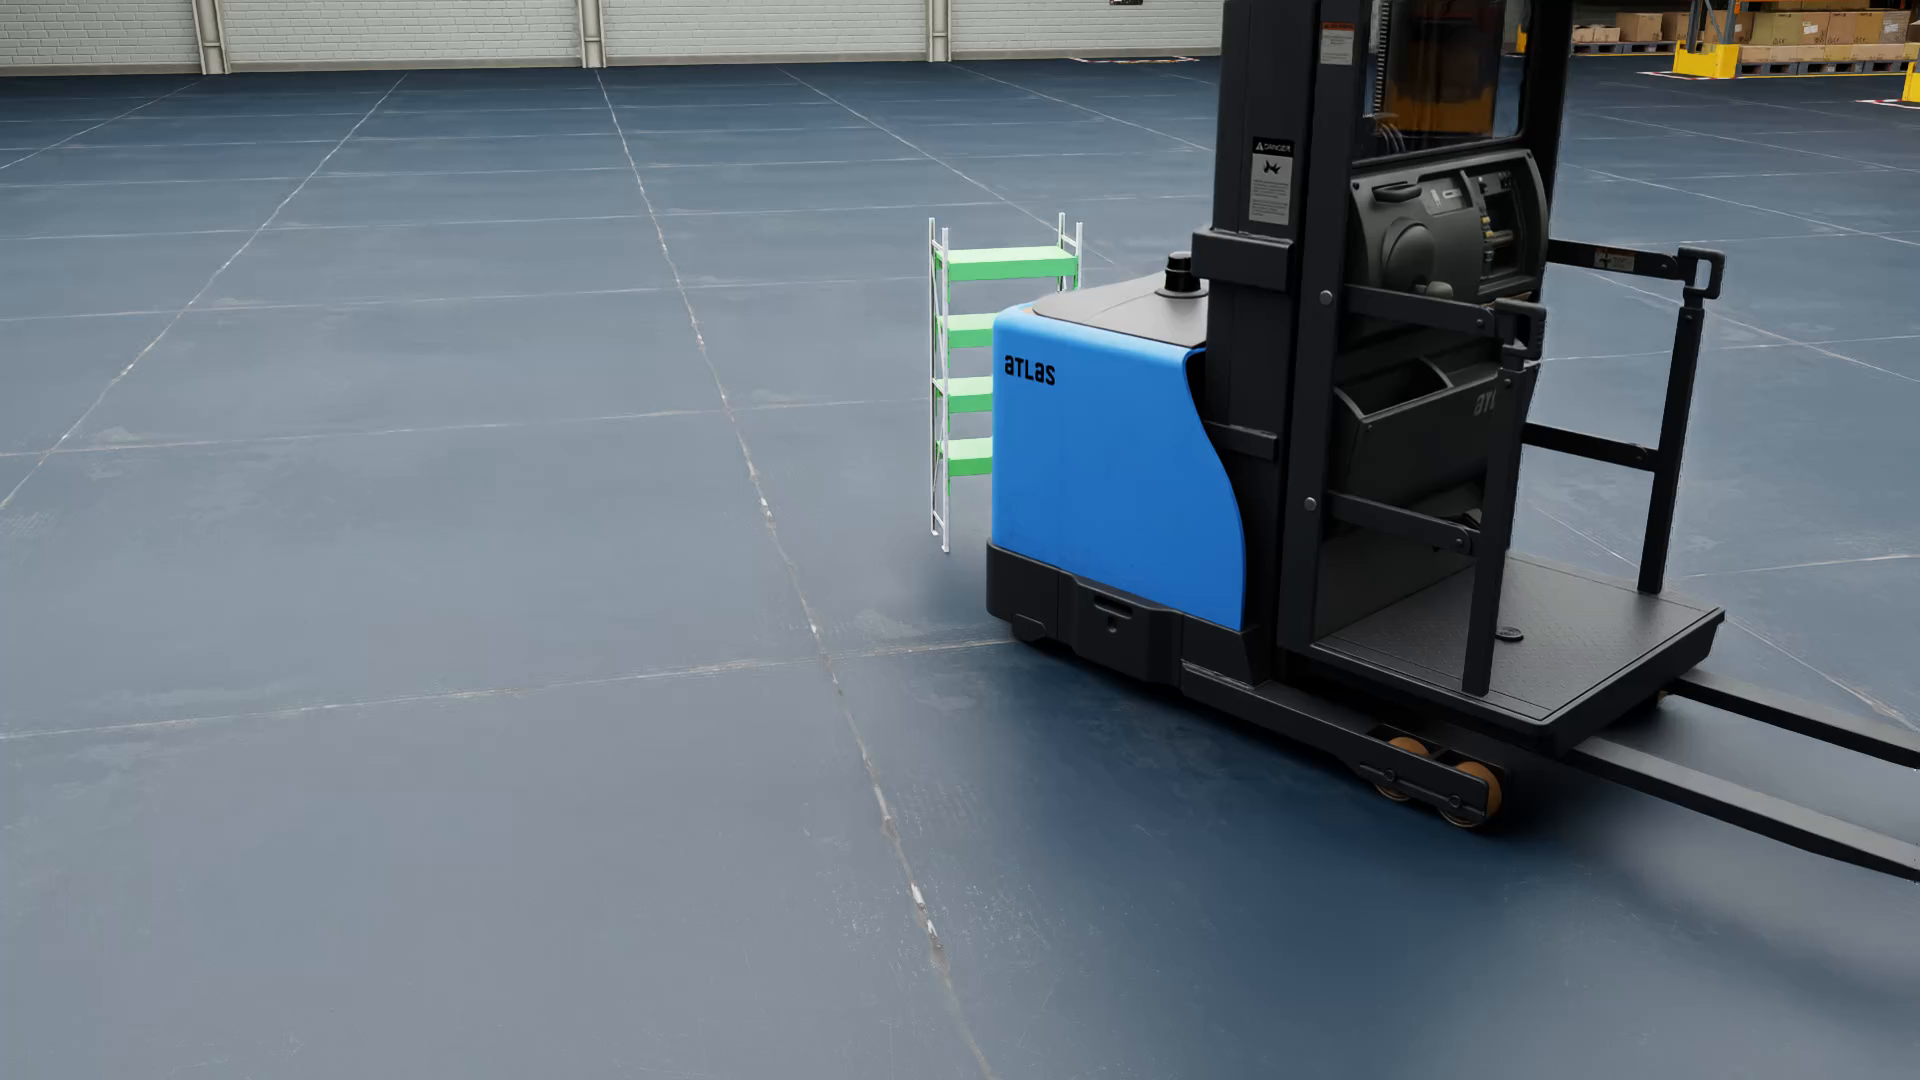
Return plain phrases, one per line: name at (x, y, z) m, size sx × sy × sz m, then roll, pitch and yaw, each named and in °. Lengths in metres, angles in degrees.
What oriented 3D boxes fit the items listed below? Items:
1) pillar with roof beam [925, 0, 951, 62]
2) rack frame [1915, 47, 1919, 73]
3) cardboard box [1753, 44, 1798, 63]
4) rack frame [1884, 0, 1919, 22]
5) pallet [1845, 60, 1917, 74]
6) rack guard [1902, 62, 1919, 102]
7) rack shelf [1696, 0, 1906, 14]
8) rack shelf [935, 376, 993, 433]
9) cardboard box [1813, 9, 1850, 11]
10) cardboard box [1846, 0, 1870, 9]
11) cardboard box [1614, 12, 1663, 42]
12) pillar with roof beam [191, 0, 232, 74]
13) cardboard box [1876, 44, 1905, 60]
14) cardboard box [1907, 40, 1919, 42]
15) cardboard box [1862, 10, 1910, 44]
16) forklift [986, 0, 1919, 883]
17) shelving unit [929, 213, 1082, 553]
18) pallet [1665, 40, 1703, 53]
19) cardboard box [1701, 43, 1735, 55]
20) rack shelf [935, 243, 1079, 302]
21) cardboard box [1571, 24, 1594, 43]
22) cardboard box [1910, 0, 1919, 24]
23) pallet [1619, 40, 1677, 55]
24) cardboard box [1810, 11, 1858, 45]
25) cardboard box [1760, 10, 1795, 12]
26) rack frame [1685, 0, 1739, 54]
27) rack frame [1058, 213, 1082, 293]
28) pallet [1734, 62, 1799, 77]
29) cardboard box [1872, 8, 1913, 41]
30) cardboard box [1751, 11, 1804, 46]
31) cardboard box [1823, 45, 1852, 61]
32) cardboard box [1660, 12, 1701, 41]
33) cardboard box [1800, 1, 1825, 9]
pillar with roof beam at (0.608, -11.311, 24.111) m, size 0.400 × 9.000 × 9.100 m, roll -5°, pitch 21°, yaw -12°
rack frame at (13.093, -7.224, 21.675) m, size 0.127 × 3.000 × 1.000 m, roll -5°, pitch 21°, yaw -12°
cardboard box at (13.016, -7.797, 26.627) m, size 0.500 × 0.250 × 0.500 m, roll -5°, pitch 21°, yaw -12°
rack frame at (18.599, -11.174, 32.456) m, size 0.127 × 3.000 × 1.000 m, roll -5°, pitch 21°, yaw -12°
pallet at (15.066, -7.841, 27.412) m, size 1.213 × 0.211 × 1.003 m, roll -5°, pitch 21°, yaw -12°
rack guard at (13.156, -6.072, 22.164) m, size 0.348 × 0.500 × 1.175 m, roll -5°, pitch 21°, yaw -12°
rack shelf at (13.903, -8.703, 26.758) m, size 4.000 × 0.370 × 1.077 m, roll -5°, pitch 21°, yaw -12°
rack shelf at (0.161, -0.516, 6.166) m, size 0.480 × 0.148 × 0.258 m, roll -5°, pitch 21°, yaw -12°
cardboard box at (14.353, -8.446, 27.308) m, size 0.500 × 0.500 × 0.500 m, roll -5°, pitch 21°, yaw -12°
cardboard box at (17.341, -10.460, 32.413) m, size 0.500 × 0.250 × 0.500 m, roll -4°, pitch 21°, yaw -11°
cardboard box at (12.788, -9.684, 31.385) m, size 0.500 × 0.500 × 0.700 m, roll -6°, pitch 21°, yaw -16°
pillar with roof beam at (-11.070, -10.362, 21.518) m, size 0.400 × 9.000 × 9.100 m, roll -5°, pitch 21°, yaw -12°
cardboard box at (14.960, -7.959, 27.068) m, size 0.500 × 0.250 × 0.500 m, roll -5°, pitch 21°, yaw -12°
cardboard box at (16.186, -8.235, 27.822) m, size 0.500 × 0.250 × 0.500 m, roll -5°, pitch 21°, yaw -13°
cardboard box at (14.959, -8.312, 26.941) m, size 0.500 × 0.500 × 0.500 m, roll -5°, pitch 21°, yaw -12°
forklift at (1.474, -0.835, 4.333) m, size 1.130 × 2.935 × 3.031 m, roll -18°, pitch 27°, yaw -41°
shelving unit at (0.161, -0.576, 6.144) m, size 0.503 × 1.200 × 0.258 m, roll -5°, pitch 21°, yaw -12°
pallet at (14.061, -9.483, 31.894) m, size 1.213 × 0.211 × 1.003 m, roll -5°, pitch 21°, yaw -12°
cardboard box at (12.411, -7.930, 26.989) m, size 0.500 × 0.250 × 0.500 m, roll -5°, pitch 21°, yaw -12°
rack shelf at (0.161, -0.967, 6.001) m, size 0.480 × 0.148 × 0.258 m, roll -5°, pitch 21°, yaw -12°
cardboard box at (11.507, -9.509, 31.182) m, size 0.500 × 0.311 × 0.500 m, roll -7°, pitch 21°, yaw -19°
cardboard box at (19.344, -10.376, 32.793) m, size 0.750 × 0.750 × 0.750 m, roll -5°, pitch 21°, yaw -13°
pallet at (12.871, -9.385, 31.627) m, size 1.213 × 0.211 × 1.003 m, roll -5°, pitch 21°, yaw -12°
cardboard box at (13.990, -8.227, 26.708) m, size 0.500 × 0.500 × 0.500 m, roll -5°, pitch 21°, yaw -12°
cardboard box at (13.380, -8.367, 27.091) m, size 0.500 × 0.500 × 0.500 m, roll -5°, pitch 21°, yaw -12°
rack frame at (11.957, -8.883, 26.202) m, size 0.127 × 3.000 × 1.000 m, roll -5°, pitch 21°, yaw -12°
rack frame at (0.399, -0.596, 6.197) m, size 0.015 × 1.200 × 0.240 m, roll -5°, pitch 21°, yaw -12°
pallet at (12.691, -7.648, 26.885) m, size 1.213 × 0.211 × 1.003 m, roll -5°, pitch 21°, yaw -12°
cardboard box at (15.326, -8.525, 27.524) m, size 0.500 × 0.500 × 0.500 m, roll -5°, pitch 21°, yaw -12°
cardboard box at (13.016, -8.149, 26.496) m, size 0.500 × 0.500 × 0.500 m, roll -5°, pitch 21°, yaw -12°
cardboard box at (13.990, -7.875, 26.838) m, size 0.500 × 0.250 × 0.500 m, roll -5°, pitch 21°, yaw -12°
cardboard box at (13.705, -9.794, 31.686) m, size 0.500 × 0.500 × 0.500 m, roll -6°, pitch 21°, yaw -17°
cardboard box at (16.352, -10.384, 32.206) m, size 0.500 × 0.250 × 0.500 m, roll -5°, pitch 21°, yaw -14°
